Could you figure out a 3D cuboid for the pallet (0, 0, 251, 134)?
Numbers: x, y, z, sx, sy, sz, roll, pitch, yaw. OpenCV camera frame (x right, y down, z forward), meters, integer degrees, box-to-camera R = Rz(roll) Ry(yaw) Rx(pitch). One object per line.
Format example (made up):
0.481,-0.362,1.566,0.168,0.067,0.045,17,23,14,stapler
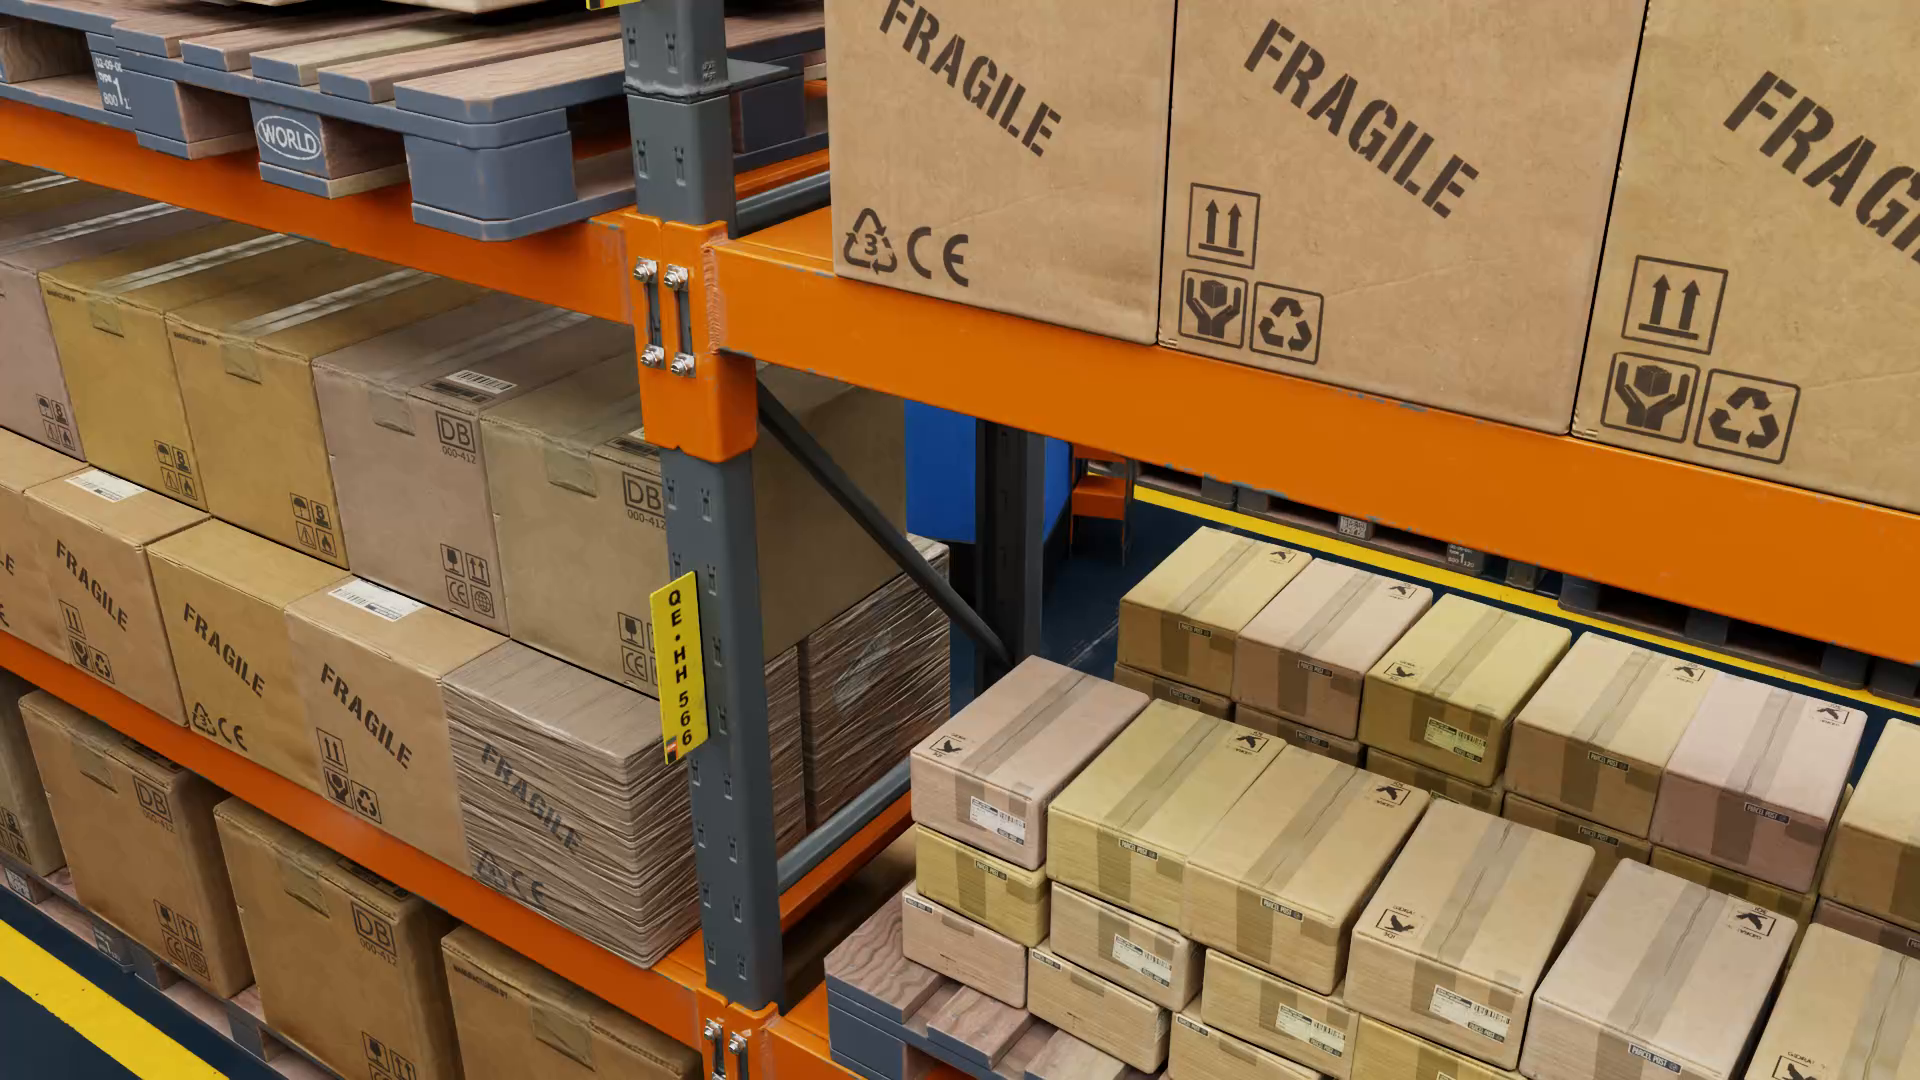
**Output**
-1.635,-1.163,3.628,1.213,0.211,1.003,19,33,33,pallet

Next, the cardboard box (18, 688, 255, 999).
-2.092,0.685,5.114,0.750,0.750,1.050,17,32,30,cardboard box

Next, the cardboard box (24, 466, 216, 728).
-1.921,0.075,4.186,0.500,0.500,0.500,18,32,31,cardboard box

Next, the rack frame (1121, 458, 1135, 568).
0.759,-0.387,7.352,0.008,1.050,0.200,7,28,14,rack frame

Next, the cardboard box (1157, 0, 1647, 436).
0.586,-0.488,1.984,0.500,0.500,0.500,17,32,30,cardboard box

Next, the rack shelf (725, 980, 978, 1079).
1.498,1.356,2.572,4.000,0.370,1.077,17,32,30,rack shelf

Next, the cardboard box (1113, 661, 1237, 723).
0.515,0.271,3.397,0.250,0.149,0.380,18,32,31,cardboard box

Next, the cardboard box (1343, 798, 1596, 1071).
0.761,0.573,2.474,0.250,0.149,0.380,16,31,28,cardboard box

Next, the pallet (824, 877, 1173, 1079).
0.497,0.750,3.180,1.003,0.211,1.213,17,32,30,pallet

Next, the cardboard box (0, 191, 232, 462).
-2.194,-0.609,4.427,0.500,0.500,0.700,18,32,31,cardboard box

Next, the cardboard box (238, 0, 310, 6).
-1.182,-1.163,2.947,0.500,0.311,0.500,17,32,30,cardboard box

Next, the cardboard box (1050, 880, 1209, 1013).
0.359,0.582,2.785,0.250,0.149,0.380,19,33,33,cardboard box

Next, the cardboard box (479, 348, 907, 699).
-0.515,-0.087,3.402,0.500,0.500,0.700,17,32,30,cardboard box

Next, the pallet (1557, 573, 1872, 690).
3.348,0.167,7.190,1.213,0.211,1.003,17,32,30,pallet

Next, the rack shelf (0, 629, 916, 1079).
-1.799,0.329,4.590,4.000,0.370,1.077,17,32,30,rack shelf

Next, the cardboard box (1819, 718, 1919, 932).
1.578,0.469,2.680,0.250,0.149,0.380,19,33,33,cardboard box

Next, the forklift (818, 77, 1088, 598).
-0.975,-1.388,7.246,3.031,2.935,1.130,7,28,14,forklift

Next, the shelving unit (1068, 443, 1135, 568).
0.641,-0.401,7.381,0.252,1.050,0.215,7,28,14,shelving unit

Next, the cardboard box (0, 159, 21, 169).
-3.035,-0.870,4.940,0.500,0.500,0.700,17,31,29,cardboard box

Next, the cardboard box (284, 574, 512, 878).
-1.084,0.333,3.678,0.500,0.500,0.500,17,32,30,cardboard box

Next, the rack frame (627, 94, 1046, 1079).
-0.150,0.522,3.418,0.127,3.000,1.000,17,32,30,rack frame

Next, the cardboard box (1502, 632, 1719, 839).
1.157,0.336,2.941,0.250,0.149,0.380,18,32,32,cardboard box

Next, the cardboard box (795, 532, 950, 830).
-0.368,0.261,3.820,0.500,0.500,0.500,18,32,31,cardboard box

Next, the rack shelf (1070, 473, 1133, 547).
0.641,-0.144,7.512,0.240,0.259,0.215,7,28,14,rack shelf

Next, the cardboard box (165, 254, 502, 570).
-1.357,-0.348,3.914,0.500,0.500,0.700,17,31,30,cardboard box

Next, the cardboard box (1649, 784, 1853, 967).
1.364,0.534,2.879,0.250,0.149,0.380,17,32,30,cardboard box

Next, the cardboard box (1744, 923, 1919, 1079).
1.205,0.709,2.207,0.250,0.149,0.380,18,32,32,cardboard box

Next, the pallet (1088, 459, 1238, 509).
1.096,-0.579,8.654,1.213,0.211,1.003,17,32,30,pallet

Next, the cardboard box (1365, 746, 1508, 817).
0.954,0.405,3.133,0.250,0.149,0.380,18,32,31,cardboard box

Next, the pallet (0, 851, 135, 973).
-2.769,0.907,5.734,1.213,0.211,1.003,17,32,30,pallet

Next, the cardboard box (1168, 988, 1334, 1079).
0.548,0.775,2.734,0.250,0.149,0.380,19,33,33,cardboard box

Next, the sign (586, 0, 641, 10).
-0.471,-0.875,2.199,0.005,0.325,0.100,17,32,30,sign

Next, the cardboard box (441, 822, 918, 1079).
-0.601,1.147,4.206,0.750,0.750,1.050,17,31,30,cardboard box

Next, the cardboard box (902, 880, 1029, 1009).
0.104,0.637,3.005,0.250,0.149,0.380,17,31,30,cardboard box

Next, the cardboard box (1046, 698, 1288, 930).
0.344,0.440,2.735,0.250,0.149,0.380,16,31,29,cardboard box

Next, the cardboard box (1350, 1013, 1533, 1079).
0.789,0.714,2.526,0.250,0.149,0.380,17,32,31,cardboard box

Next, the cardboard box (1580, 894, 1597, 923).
1.136,0.597,3.084,0.250,0.149,0.380,17,31,30,cardboard box

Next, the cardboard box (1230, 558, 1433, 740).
0.719,0.201,3.206,0.250,0.149,0.380,17,31,30,cardboard box
